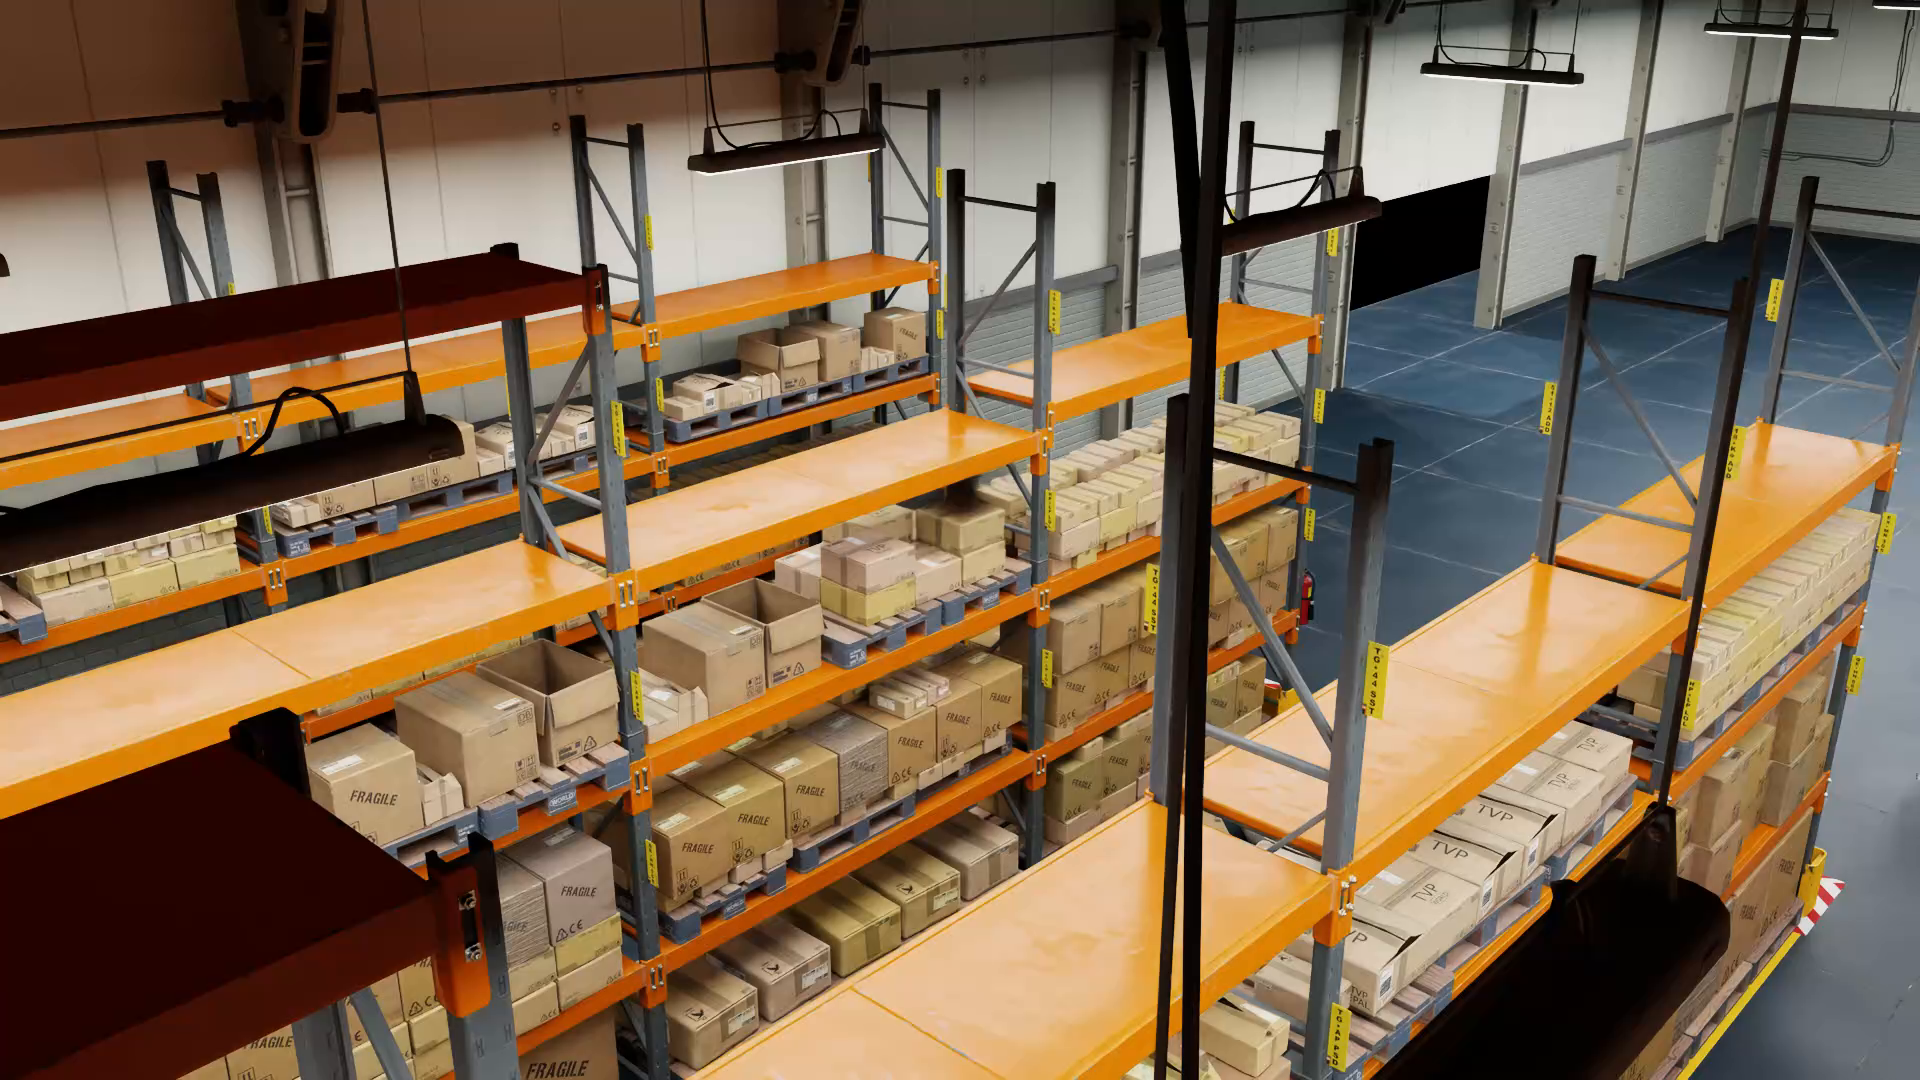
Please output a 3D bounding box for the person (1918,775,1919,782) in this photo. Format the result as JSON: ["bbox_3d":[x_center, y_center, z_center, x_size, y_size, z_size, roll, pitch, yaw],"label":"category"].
[{"bbox_3d":[9.475,1.530,15.806,0.580,1.663,0.429,-13,25,-30],"label":"person"}]
